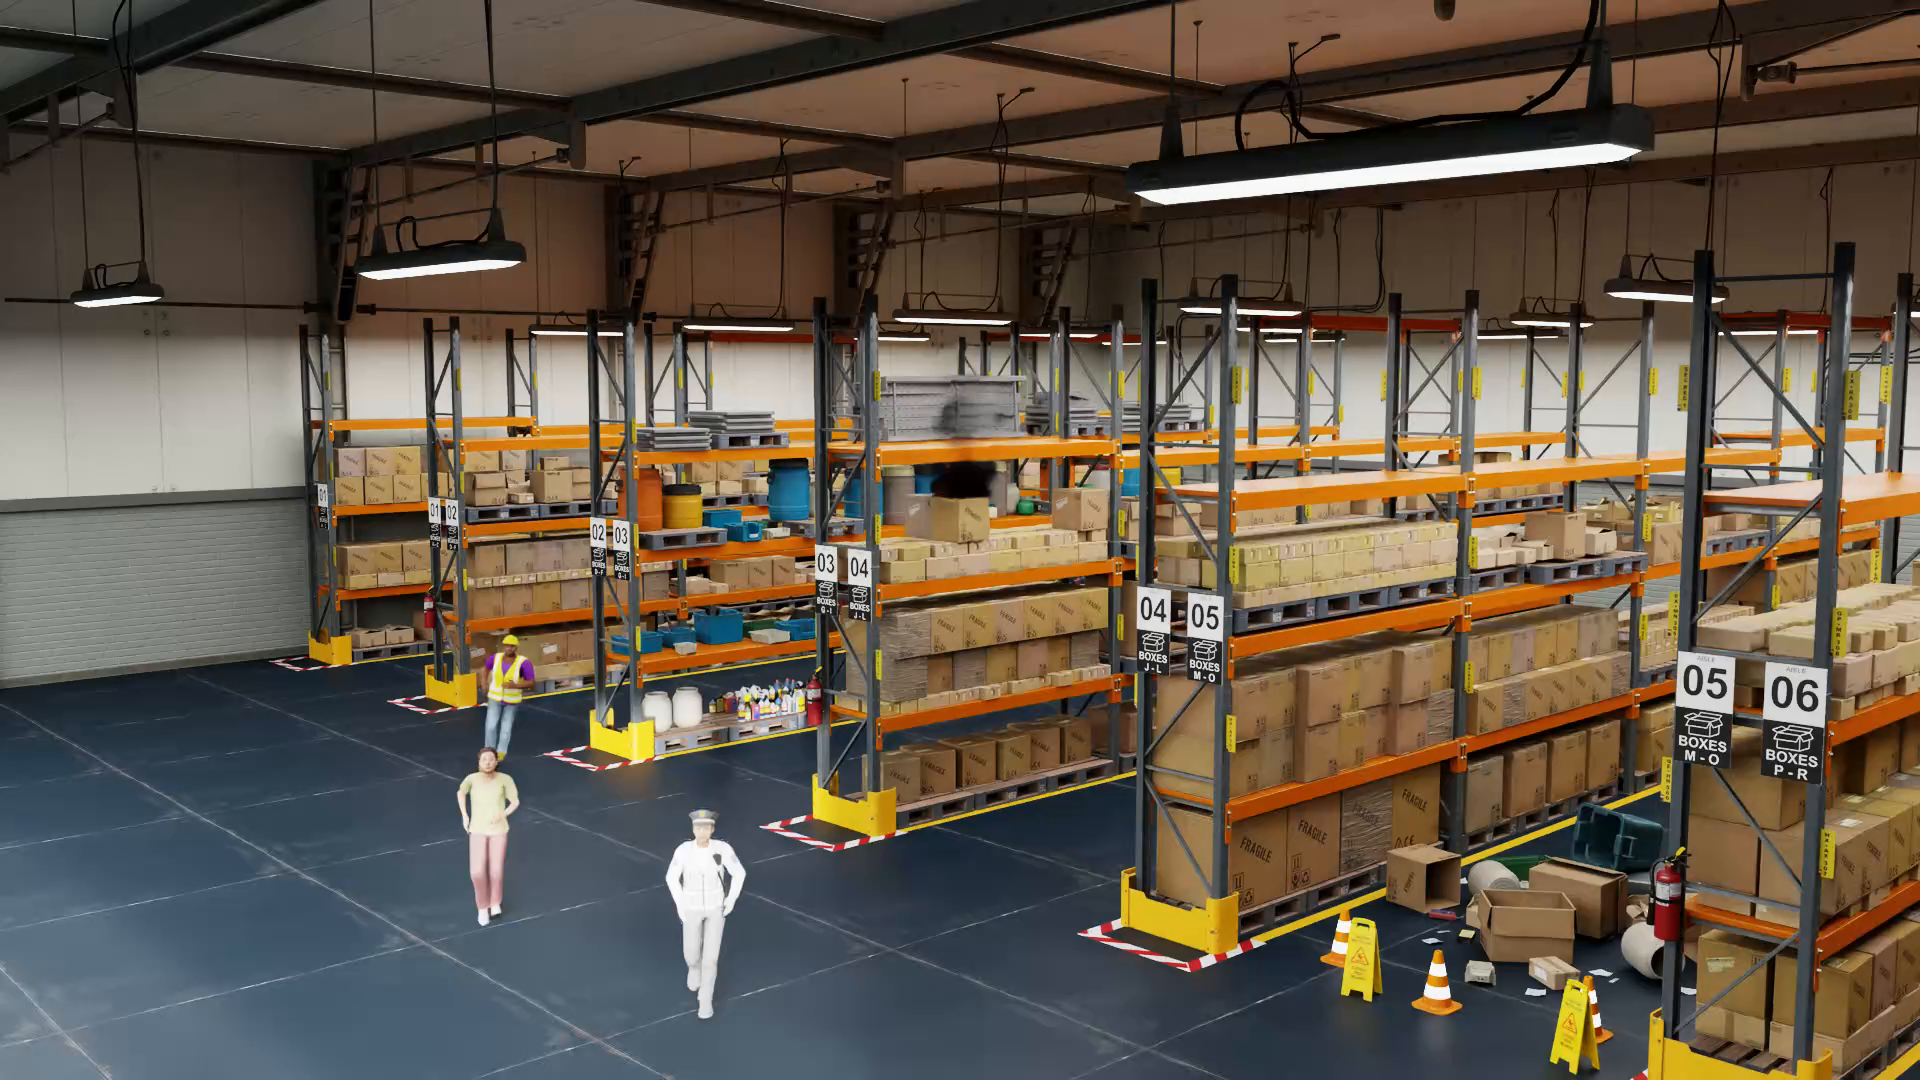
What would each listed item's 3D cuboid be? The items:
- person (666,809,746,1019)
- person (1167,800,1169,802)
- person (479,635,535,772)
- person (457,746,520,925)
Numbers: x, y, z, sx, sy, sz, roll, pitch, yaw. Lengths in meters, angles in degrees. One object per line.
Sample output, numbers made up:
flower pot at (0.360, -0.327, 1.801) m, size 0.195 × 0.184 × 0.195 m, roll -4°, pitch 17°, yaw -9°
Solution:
person at (-2.062, 2.982, 13.538) m, size 0.642 × 1.676 × 0.579 m, roll -1°, pitch 6°, yaw -6°
person at (2.500, 2.592, 17.938) m, size 0.571 × 1.600 × 0.730 m, roll 5°, pitch 8°, yaw 41°
person at (-5.909, 2.120, 21.755) m, size 0.720 × 1.804 × 0.702 m, roll -1°, pitch 6°, yaw -7°
person at (-4.434, 2.778, 15.643) m, size 0.578 × 1.695 × 0.567 m, roll -1°, pitch 6°, yaw -11°
